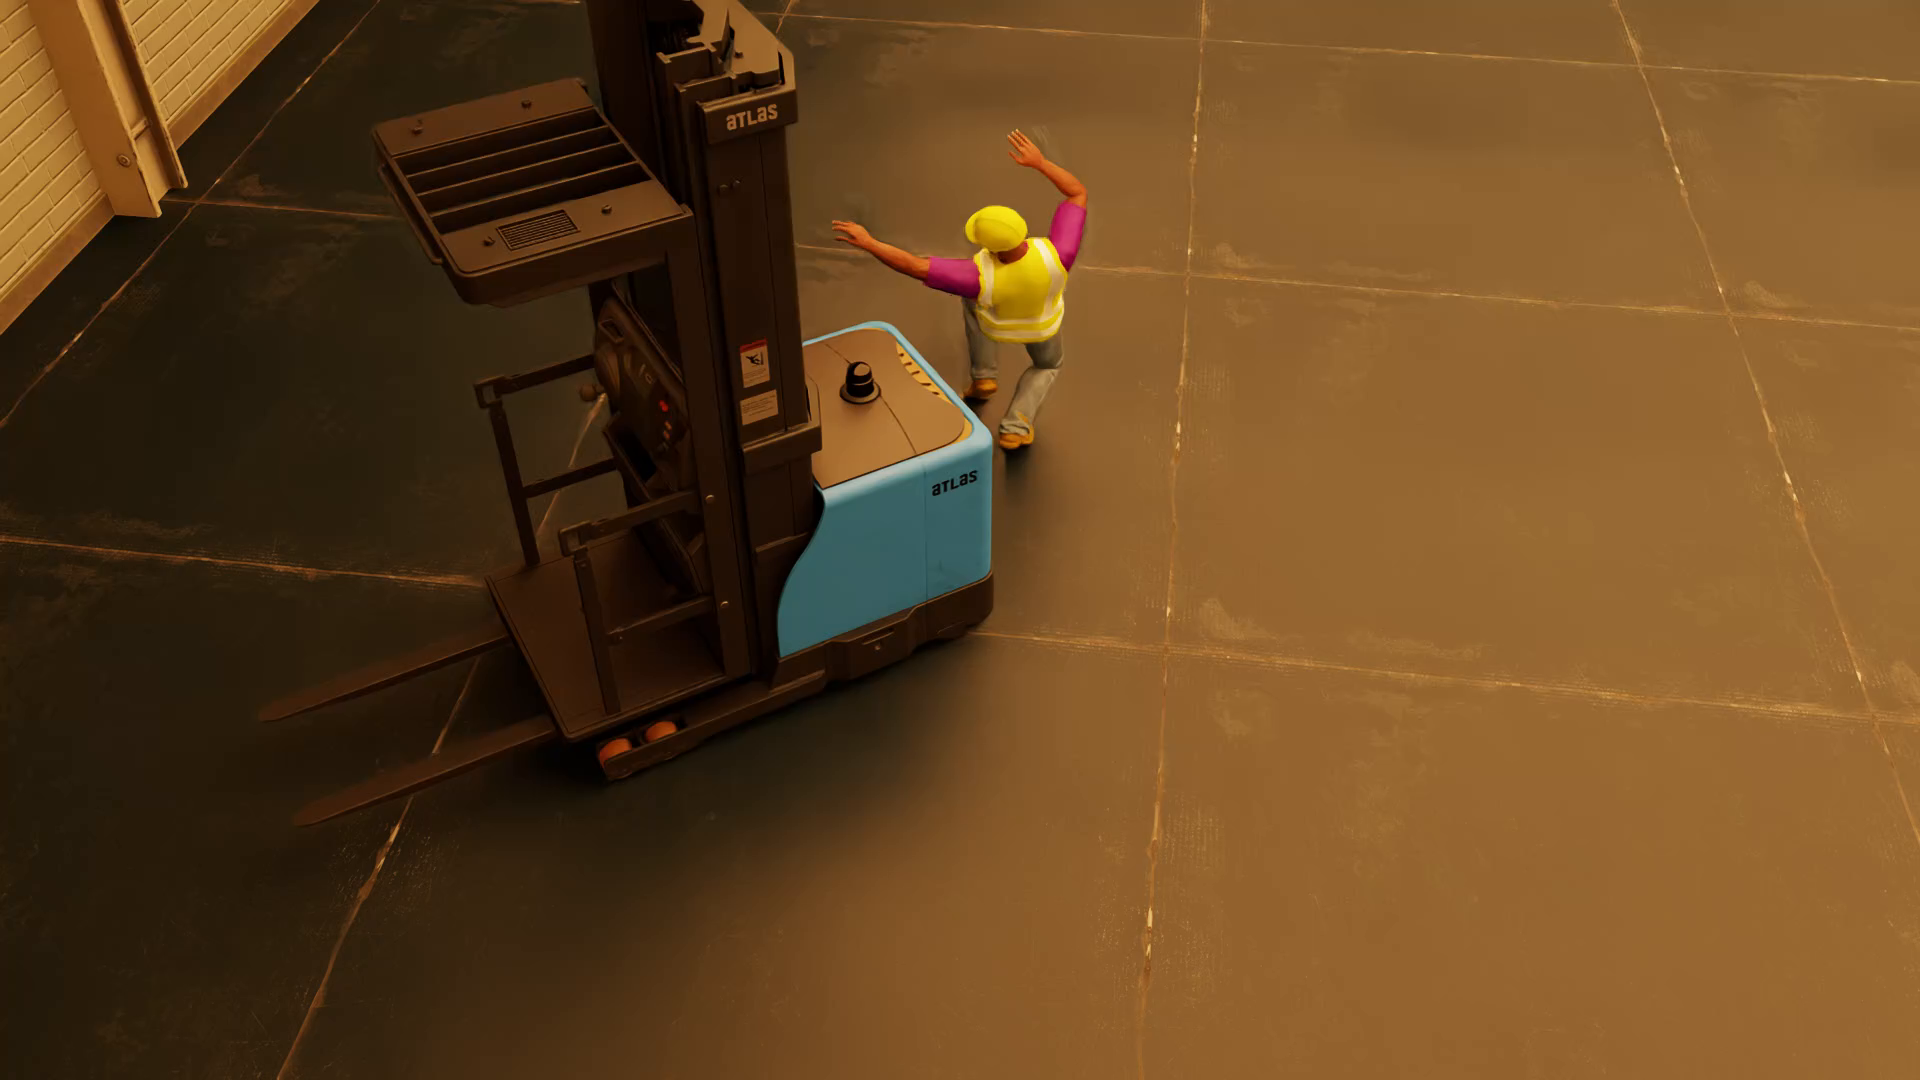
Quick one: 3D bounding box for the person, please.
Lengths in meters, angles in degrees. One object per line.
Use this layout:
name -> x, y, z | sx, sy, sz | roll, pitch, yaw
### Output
person -> 0.007, -1.201, 8.028 | 1.153, 1.636, 0.843 | 2, 43, 3

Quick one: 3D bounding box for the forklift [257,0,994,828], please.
forklift -> -1.390, -0.513, 6.283 | 3.031, 2.935, 1.130 | -21, 46, -21
